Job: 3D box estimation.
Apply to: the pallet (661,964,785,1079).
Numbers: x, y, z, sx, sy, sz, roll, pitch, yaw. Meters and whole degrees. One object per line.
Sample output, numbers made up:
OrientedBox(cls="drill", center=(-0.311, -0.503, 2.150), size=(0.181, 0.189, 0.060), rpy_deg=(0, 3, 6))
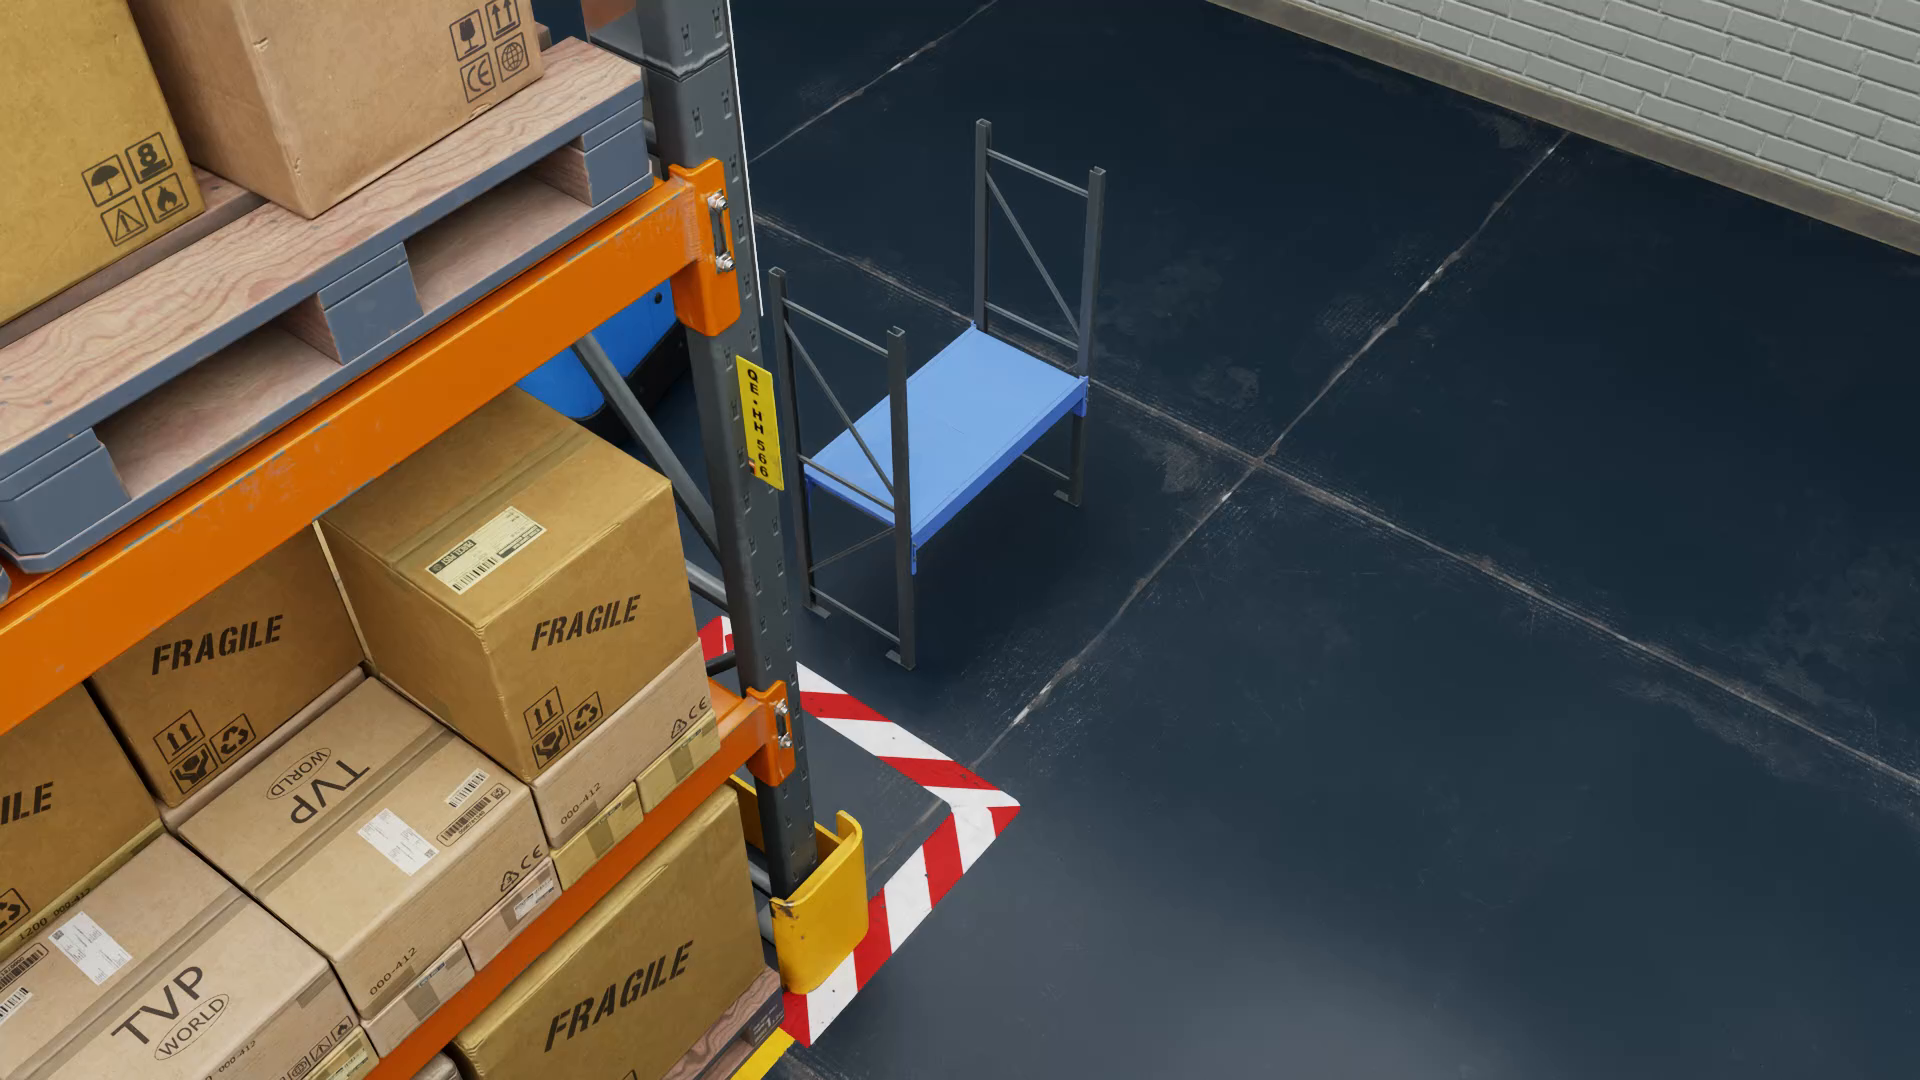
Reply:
OrientedBox(cls="pallet", center=(-1.263, 1.451, 4.718), size=(1.003, 0.211, 1.213), rpy_deg=(29, 53, 25))

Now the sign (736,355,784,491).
OrientedBox(cls="sign", center=(-0.415, -0.239, 3.439), size=(0.100, 0.325, 0.005), rpy_deg=(29, 53, 25))

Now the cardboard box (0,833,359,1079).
OrientedBox(cls="cardboard box", center=(-1.544, 0.920, 3.194), size=(0.500, 0.250, 0.500), rpy_deg=(27, 52, 24))

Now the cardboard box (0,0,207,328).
OrientedBox(cls="cardboard box", center=(-1.551, -0.665, 2.308), size=(0.700, 0.500, 0.500), rpy_deg=(27, 52, 24))

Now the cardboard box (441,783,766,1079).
OrientedBox(cls="cardboard box", center=(-1.164, 0.986, 4.413), size=(0.875, 0.875, 0.875), rpy_deg=(29, 53, 25))

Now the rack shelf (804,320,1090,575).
OrientedBox(cls="rack shelf", center=(-0.052, -0.345, 5.791), size=(0.538, 0.185, 1.000), rpy_deg=(29, 53, 25))

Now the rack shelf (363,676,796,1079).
OrientedBox(cls="rack shelf", center=(-2.059, 1.388, 3.347), size=(1.077, 0.370, 4.000), rpy_deg=(29, 53, 25))

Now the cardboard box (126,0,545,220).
OrientedBox(cls="cardboard box", center=(-1.111, -0.934, 2.564), size=(0.700, 0.500, 0.500), rpy_deg=(26, 52, 23))

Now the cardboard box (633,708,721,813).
OrientedBox(cls="cardboard box", center=(-0.793, 0.431, 3.937), size=(0.380, 0.149, 0.250), rpy_deg=(30, 53, 26))

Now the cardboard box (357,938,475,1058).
OrientedBox(cls="cardboard box", center=(-1.259, 0.867, 3.521), size=(0.380, 0.149, 0.250), rpy_deg=(30, 53, 26))

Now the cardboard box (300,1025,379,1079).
OrientedBox(cls="cardboard box", center=(-1.416, 1.016, 3.378), size=(0.380, 0.149, 0.250), rpy_deg=(28, 52, 24))

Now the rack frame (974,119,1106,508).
OrientedBox(cls="rack frame", center=(0.259, -0.760, 5.939), size=(0.500, 1.500, 0.032), rpy_deg=(29, 53, 25))

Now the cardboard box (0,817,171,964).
OrientedBox(cls="cardboard box", center=(-1.966, 0.686, 3.418), size=(0.500, 0.250, 0.500), rpy_deg=(28, 52, 24))

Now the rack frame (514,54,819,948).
OrientedBox(cls="rack frame", center=(-0.836, -0.005, 4.180), size=(1.000, 3.000, 0.127), rpy_deg=(29, 53, 25))

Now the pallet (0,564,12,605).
OrientedBox(cls="pallet", center=(-2.027, 0.120, 2.048), size=(1.003, 0.211, 1.213), rpy_deg=(29, 53, 25))

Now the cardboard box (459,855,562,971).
OrientedBox(cls="cardboard box", center=(-1.106, 0.725, 3.657), size=(0.380, 0.149, 0.250), rpy_deg=(29, 53, 25))

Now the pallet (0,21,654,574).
OrientedBox(cls="pallet", center=(-1.281, -0.581, 2.718), size=(1.003, 0.211, 1.213), rpy_deg=(29, 53, 25))

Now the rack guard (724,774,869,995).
OrientedBox(cls="rack guard", center=(-0.821, 0.845, 5.097), size=(1.175, 0.500, 0.348), rpy_deg=(29, 53, 25))

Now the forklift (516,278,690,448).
OrientedBox(cls="forklift", center=(-2.575, -2.005, 6.138), size=(3.031, 2.935, 1.130), rpy_deg=(18, 49, 16))

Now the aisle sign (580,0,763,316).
OrientedBox(cls="aisle sign", center=(-0.554, -0.811, 3.153), size=(0.394, 0.787, 0.004), rpy_deg=(29, 53, 25))

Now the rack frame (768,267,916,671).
OrientedBox(cls="rack frame", center=(-0.363, -0.178, 5.383), size=(0.500, 1.500, 0.032), rpy_deg=(29, 53, 25))

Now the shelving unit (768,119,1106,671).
OrientedBox(cls="shelving unit", center=(-0.052, -0.469, 5.661), size=(0.538, 1.500, 1.048), rpy_deg=(29, 53, 25))

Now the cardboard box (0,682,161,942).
OrientedBox(cls="cardboard box", center=(-1.961, 0.426, 3.148), size=(0.500, 0.500, 0.500), rpy_deg=(28, 52, 24))

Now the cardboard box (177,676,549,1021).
OrientedBox(cls="cardboard box", center=(-1.233, 0.629, 3.473), size=(0.500, 0.250, 0.500), rpy_deg=(28, 53, 24))

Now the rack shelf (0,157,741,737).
OrientedBox(cls="rack shelf", center=(-2.059, 0.352, 2.262), size=(1.077, 0.370, 4.000), rpy_deg=(29, 53, 25))

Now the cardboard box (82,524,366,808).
OrientedBox(cls="cardboard box", center=(-1.649, 0.127, 3.434), size=(0.500, 0.500, 0.500), rpy_deg=(28, 52, 24))

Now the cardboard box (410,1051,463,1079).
OrientedBox(cls="cardboard box", center=(-1.720, 1.506, 3.916), size=(0.875, 0.875, 0.875), rpy_deg=(29, 53, 25))

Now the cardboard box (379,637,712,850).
OrientedBox(cls="cardboard box", center=(-0.922, 0.339, 3.750), size=(0.500, 0.250, 0.500), rpy_deg=(28, 53, 24))

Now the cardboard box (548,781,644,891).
OrientedBox(cls="cardboard box", center=(-0.951, 0.581, 3.794), size=(0.380, 0.149, 0.250), rpy_deg=(30, 53, 25))

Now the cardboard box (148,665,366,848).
OrientedBox(cls="cardboard box", center=(-1.655, 0.400, 3.691), size=(0.500, 0.250, 0.500), rpy_deg=(29, 53, 25))

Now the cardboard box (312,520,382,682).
OrientedBox(cls="cardboard box", center=(-1.343, 0.100, 3.978), size=(0.500, 0.250, 0.500), rpy_deg=(28, 52, 24))

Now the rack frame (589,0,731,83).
OrientedBox(cls="rack frame", center=(-0.836, -2.077, 2.011), size=(1.000, 3.000, 0.127), rpy_deg=(29, 53, 25))

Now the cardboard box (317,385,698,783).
OrientedBox(cls="cardboard box", center=(-0.926, 0.080, 3.478), size=(0.500, 0.500, 0.500), rpy_deg=(30, 53, 25))
